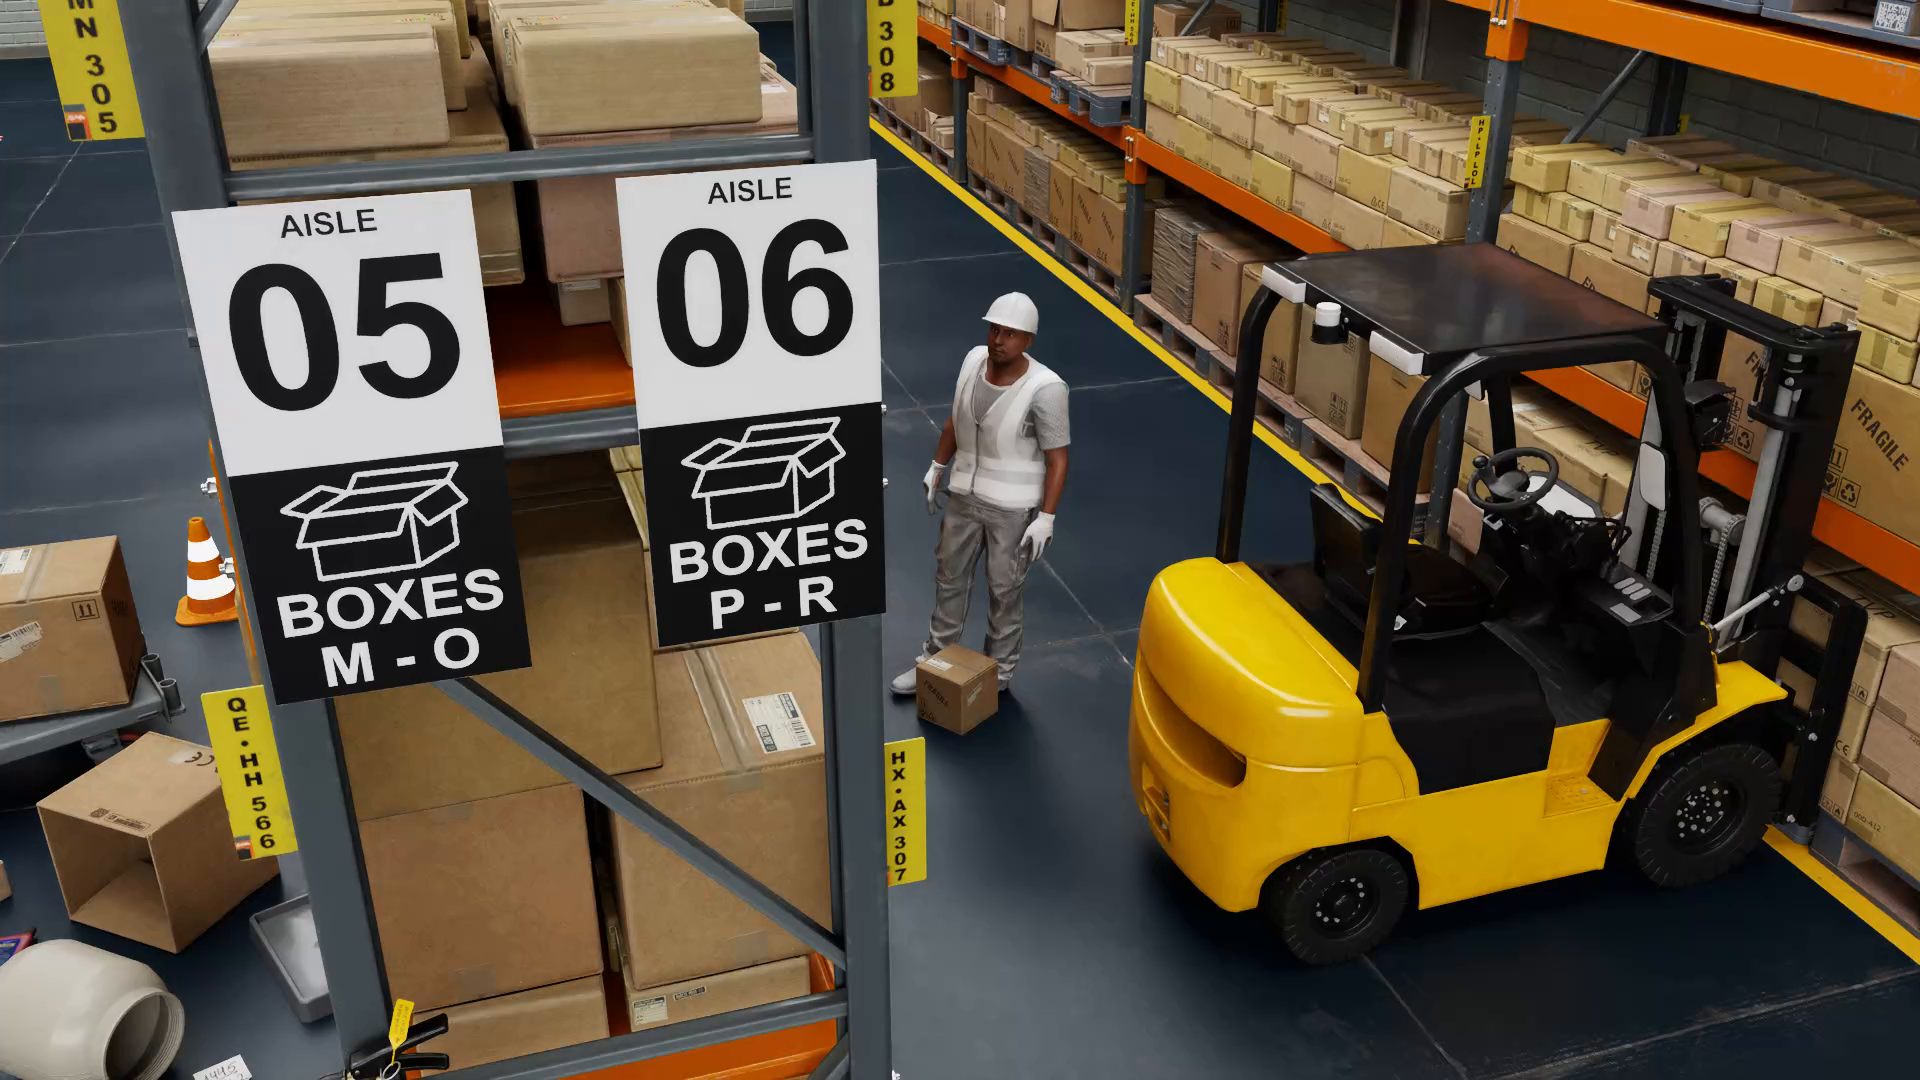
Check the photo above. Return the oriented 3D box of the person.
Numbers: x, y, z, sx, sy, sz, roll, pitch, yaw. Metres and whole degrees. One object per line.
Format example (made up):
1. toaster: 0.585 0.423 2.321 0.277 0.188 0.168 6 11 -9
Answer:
1. person: 0.092 -0.141 6.859 0.656 1.781 0.578 21 33 36
